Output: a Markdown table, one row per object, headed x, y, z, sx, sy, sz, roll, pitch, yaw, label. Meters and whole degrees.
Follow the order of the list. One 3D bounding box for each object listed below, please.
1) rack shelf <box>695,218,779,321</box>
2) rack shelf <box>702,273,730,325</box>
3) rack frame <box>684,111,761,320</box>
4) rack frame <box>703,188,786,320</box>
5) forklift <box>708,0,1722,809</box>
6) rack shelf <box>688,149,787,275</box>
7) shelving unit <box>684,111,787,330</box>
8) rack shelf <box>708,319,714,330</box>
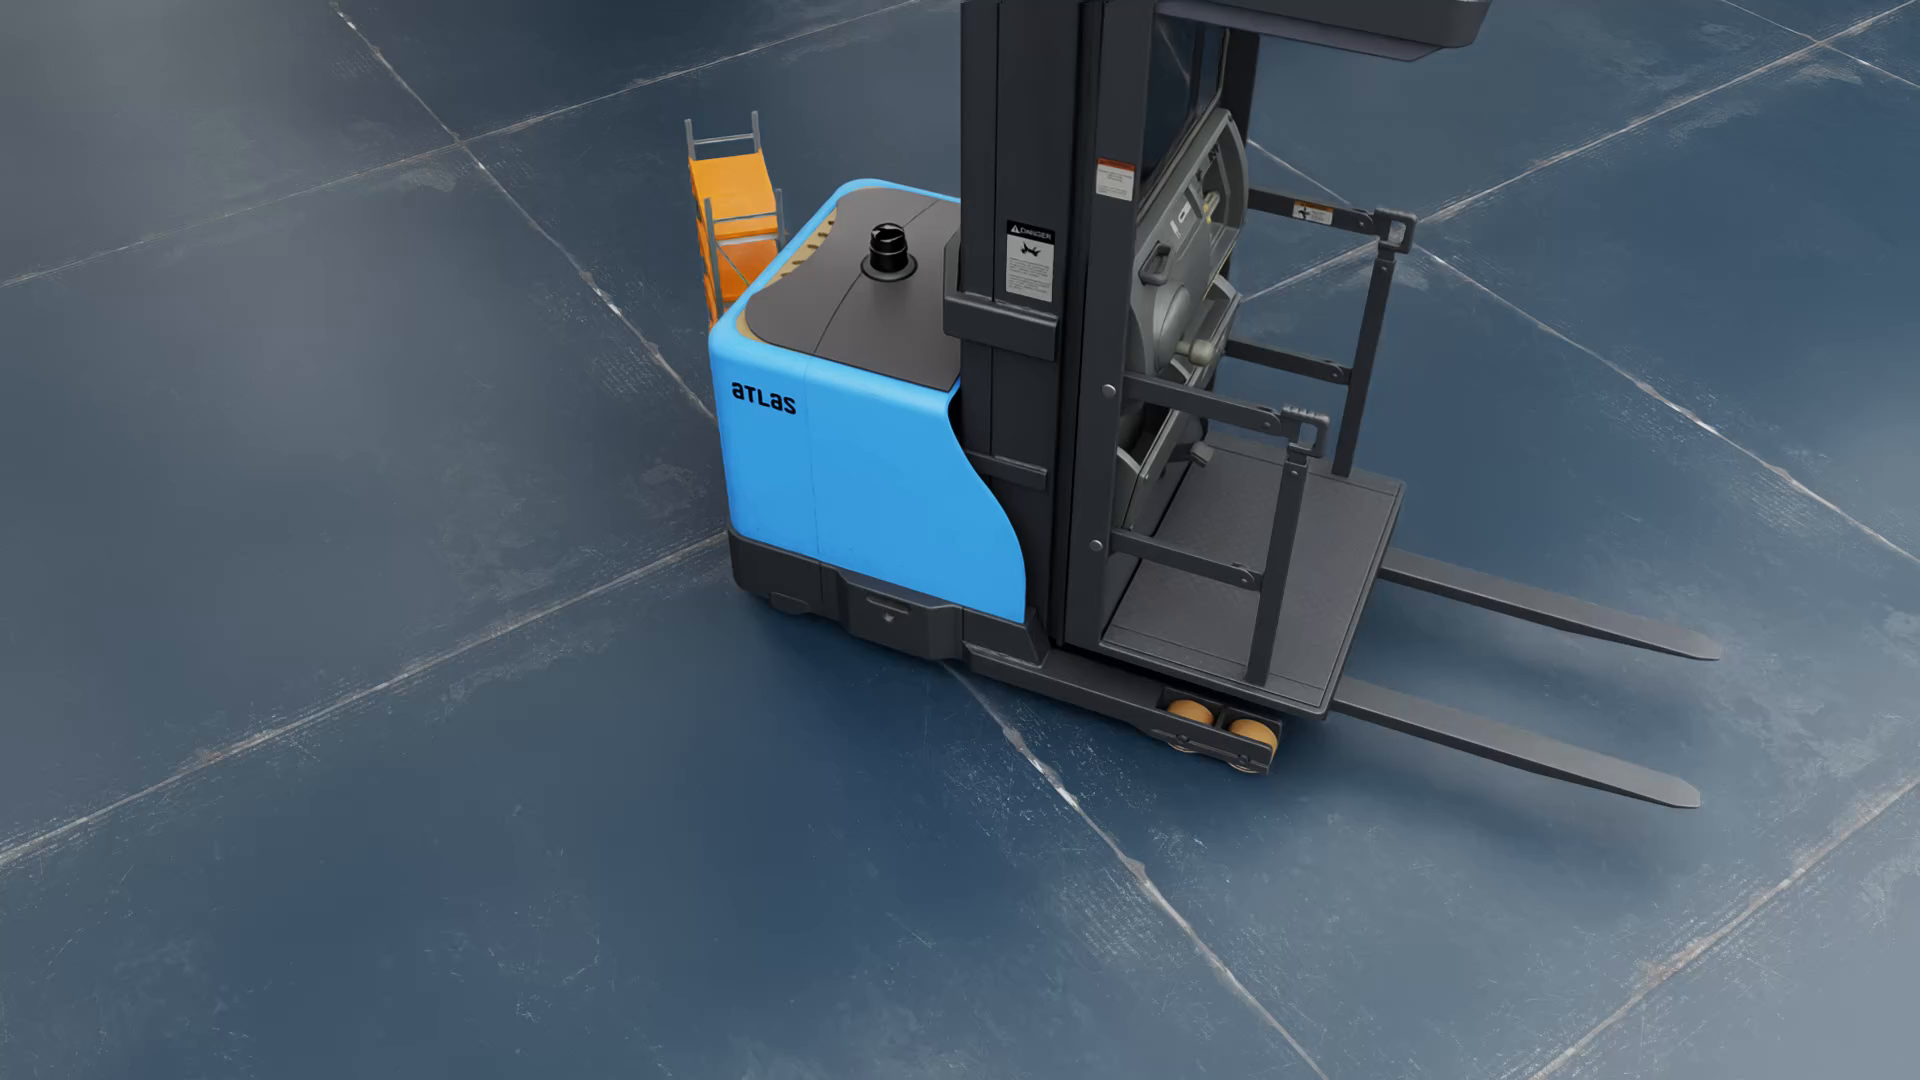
| x | y | z | sx | sy | sz | roll | pitch | yaw | label |
| --- | --- | --- | --- | --- | --- | --- | --- | --- | --- |
| -0.729 | -0.909 | 5.607 | 0.258 | 0.148 | 0.480 | -10 | 44 | -10 | rack shelf |
| -0.729 | -0.747 | 5.761 | 0.258 | 0.148 | 0.480 | -10 | 44 | -10 | rack shelf |
| -0.786 | -0.960 | 5.886 | 0.240 | 1.200 | 0.015 | -10 | 44 | -10 | rack frame |
| -0.671 | -0.632 | 5.543 | 0.240 | 1.200 | 0.015 | -10 | 44 | -10 | rack frame |
| 0.810 | -0.779 | 4.443 | 3.031 | 2.935 | 1.130 | 17 | 46 | 17 | forklift |
| -0.729 | -1.080 | 5.444 | 0.258 | 0.148 | 0.480 | -10 | 44 | -10 | rack shelf |
| -0.729 | -0.796 | 5.715 | 0.258 | 1.200 | 0.503 | -10 | 44 | -10 | shelving unit |
| -0.729 | -0.604 | 5.899 | 0.258 | 0.148 | 0.480 | -10 | 44 | -10 | rack shelf |
